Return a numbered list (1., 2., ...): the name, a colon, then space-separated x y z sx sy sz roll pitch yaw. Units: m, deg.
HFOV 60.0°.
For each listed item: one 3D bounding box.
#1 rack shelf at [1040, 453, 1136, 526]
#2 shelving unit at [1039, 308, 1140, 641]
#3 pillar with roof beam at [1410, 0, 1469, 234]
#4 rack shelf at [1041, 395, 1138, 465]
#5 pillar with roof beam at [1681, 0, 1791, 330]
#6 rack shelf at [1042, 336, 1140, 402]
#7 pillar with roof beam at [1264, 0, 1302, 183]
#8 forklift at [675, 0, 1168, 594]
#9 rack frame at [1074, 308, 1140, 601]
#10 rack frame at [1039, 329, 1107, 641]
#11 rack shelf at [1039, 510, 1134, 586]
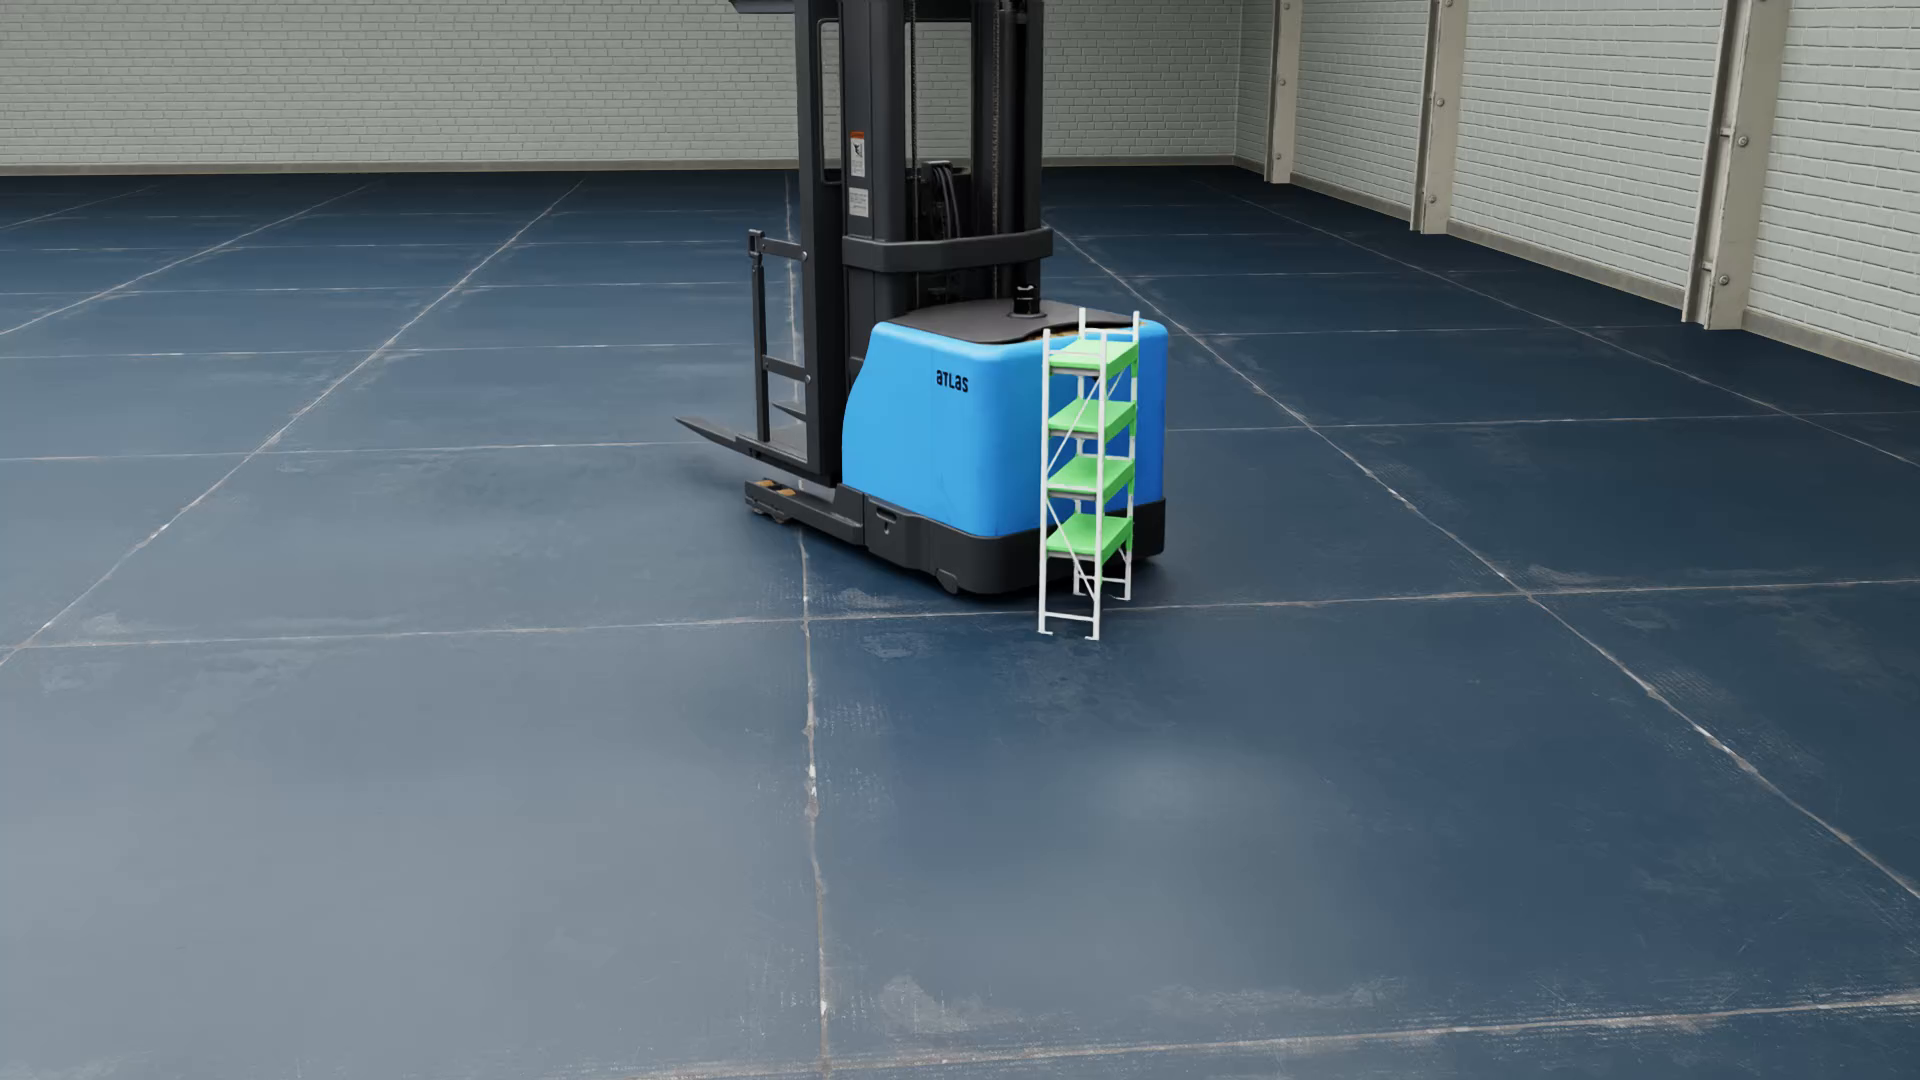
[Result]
1. rack shelf: 0.507 -0.204 6.535 0.258 0.148 0.480 6 18 19
2. shelving unit: 0.507 -0.264 6.516 0.258 1.200 0.503 6 18 19
3. pillar with roof beam: 1.011 -7.639 16.984 9.100 9.000 0.400 -2 18 -6
4. rack shelf: 0.507 -0.432 6.464 0.258 0.148 0.480 6 18 19
5. pillar with roof beam: 1.629 -5.851 11.290 9.100 9.000 0.400 -2 18 -6
6. rack shelf: 0.507 -0.661 6.392 0.258 0.148 0.480 6 18 19
7. pillar with roof beam: 0.392 -9.426 22.678 9.100 9.000 0.400 -2 18 -6
8. forklift: -0.386 -1.554 7.733 1.130 2.935 3.031 -13 21 -35
9. rack frame: 0.590 -0.333 6.735 0.240 1.200 0.015 6 18 19
10. rack frame: 0.425 -0.196 6.297 0.240 1.200 0.015 6 18 19
11. rack shelf: 0.507 0.025 6.607 0.258 0.148 0.480 6 18 19
